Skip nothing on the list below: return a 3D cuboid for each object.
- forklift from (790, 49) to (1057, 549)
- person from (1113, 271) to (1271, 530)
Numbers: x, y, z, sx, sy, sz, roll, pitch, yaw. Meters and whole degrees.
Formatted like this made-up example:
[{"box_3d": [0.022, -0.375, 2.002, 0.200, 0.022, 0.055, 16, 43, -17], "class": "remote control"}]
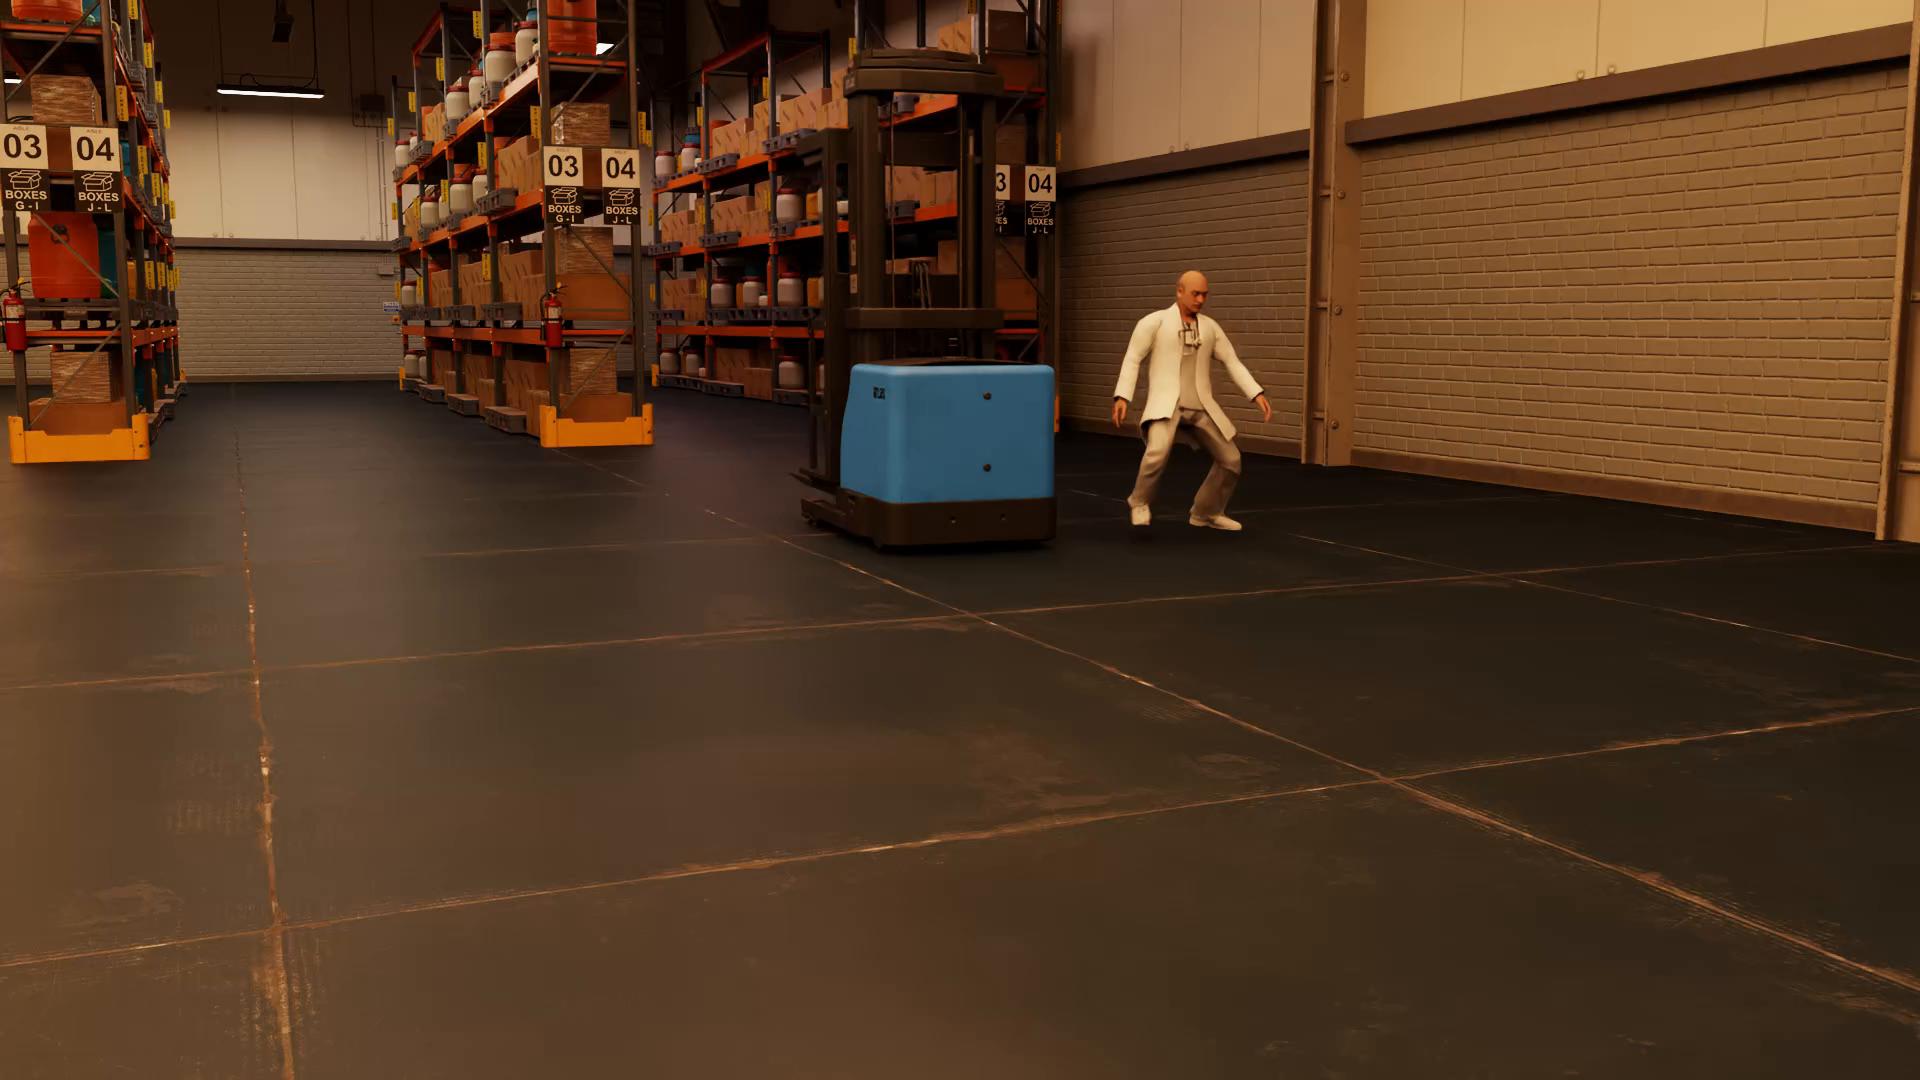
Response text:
[{"box_3d": [-0.411, -1.555, 10.734, 1.130, 2.935, 3.031, -3, 8, -20], "class": "forklift"}, {"box_3d": [1.420, -0.851, 10.422, 0.991, 1.654, 0.654, -2, 8, -16], "class": "person"}]
